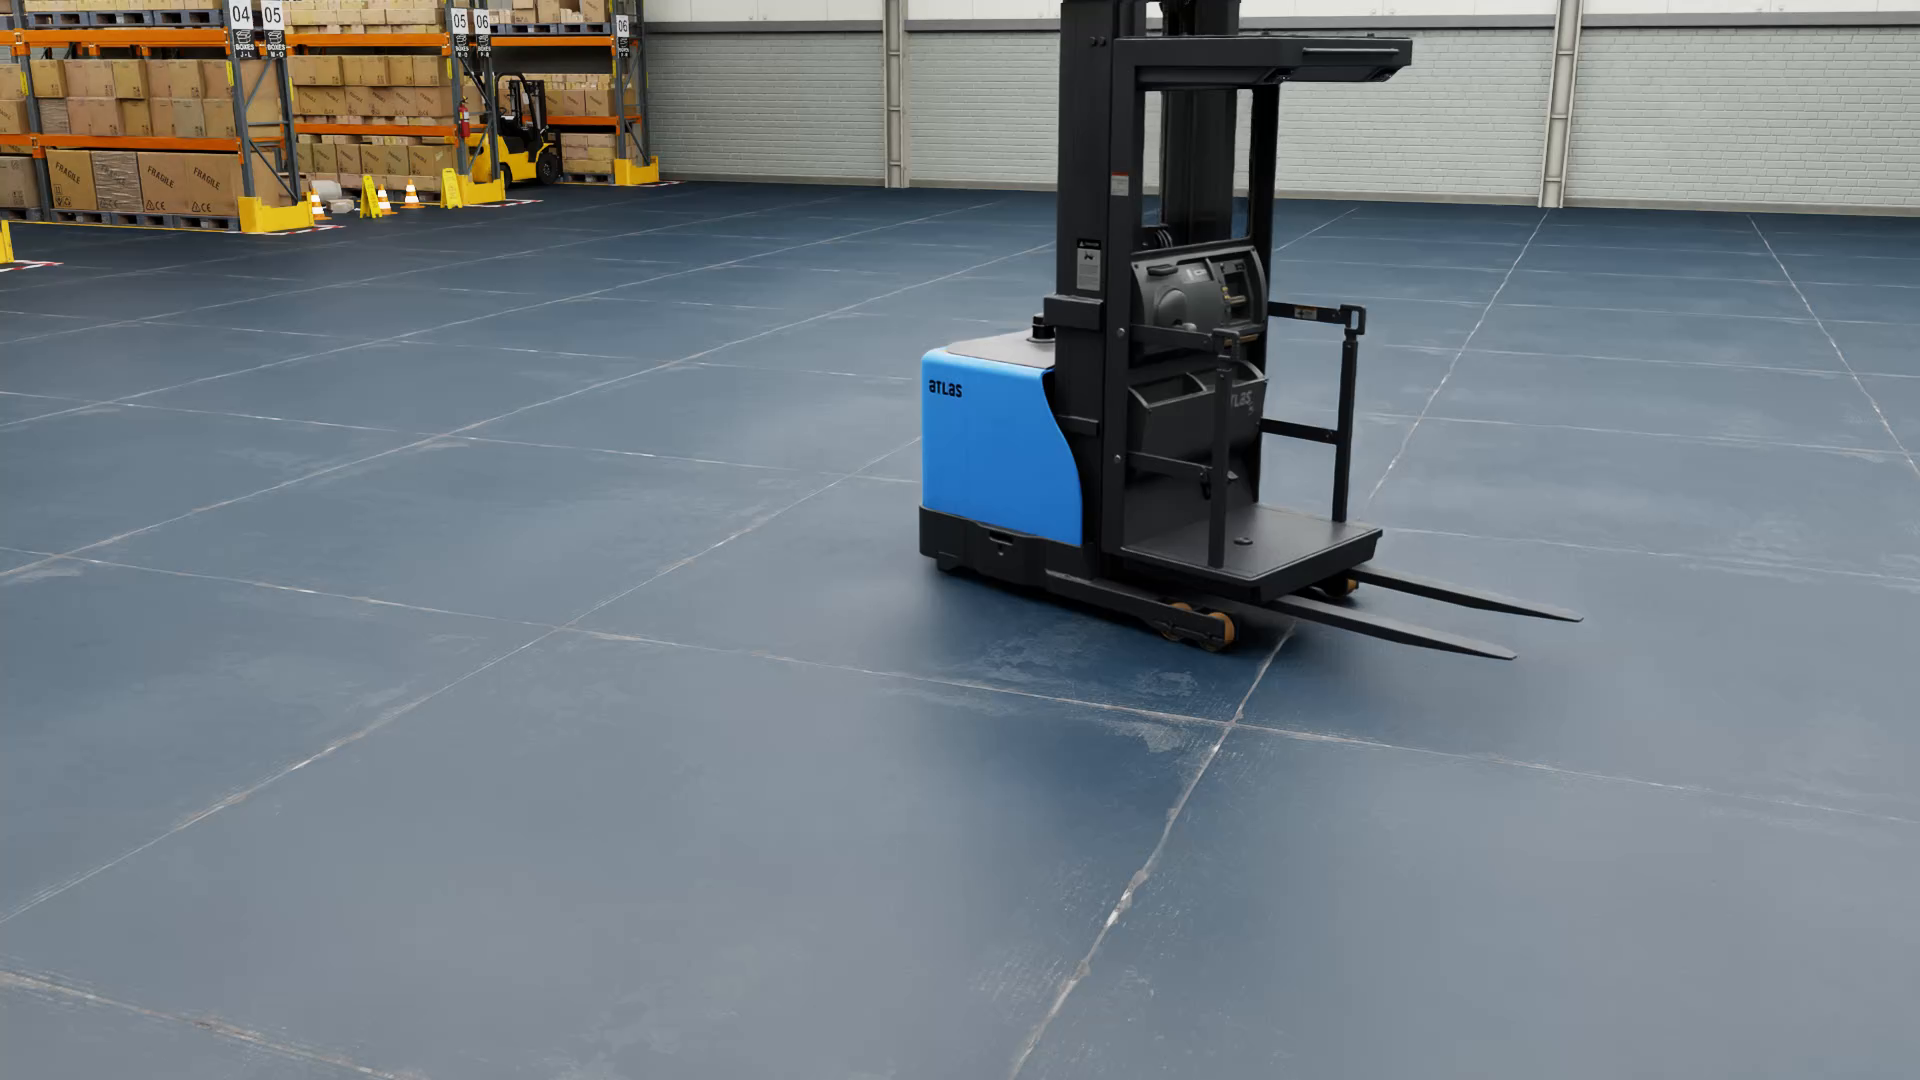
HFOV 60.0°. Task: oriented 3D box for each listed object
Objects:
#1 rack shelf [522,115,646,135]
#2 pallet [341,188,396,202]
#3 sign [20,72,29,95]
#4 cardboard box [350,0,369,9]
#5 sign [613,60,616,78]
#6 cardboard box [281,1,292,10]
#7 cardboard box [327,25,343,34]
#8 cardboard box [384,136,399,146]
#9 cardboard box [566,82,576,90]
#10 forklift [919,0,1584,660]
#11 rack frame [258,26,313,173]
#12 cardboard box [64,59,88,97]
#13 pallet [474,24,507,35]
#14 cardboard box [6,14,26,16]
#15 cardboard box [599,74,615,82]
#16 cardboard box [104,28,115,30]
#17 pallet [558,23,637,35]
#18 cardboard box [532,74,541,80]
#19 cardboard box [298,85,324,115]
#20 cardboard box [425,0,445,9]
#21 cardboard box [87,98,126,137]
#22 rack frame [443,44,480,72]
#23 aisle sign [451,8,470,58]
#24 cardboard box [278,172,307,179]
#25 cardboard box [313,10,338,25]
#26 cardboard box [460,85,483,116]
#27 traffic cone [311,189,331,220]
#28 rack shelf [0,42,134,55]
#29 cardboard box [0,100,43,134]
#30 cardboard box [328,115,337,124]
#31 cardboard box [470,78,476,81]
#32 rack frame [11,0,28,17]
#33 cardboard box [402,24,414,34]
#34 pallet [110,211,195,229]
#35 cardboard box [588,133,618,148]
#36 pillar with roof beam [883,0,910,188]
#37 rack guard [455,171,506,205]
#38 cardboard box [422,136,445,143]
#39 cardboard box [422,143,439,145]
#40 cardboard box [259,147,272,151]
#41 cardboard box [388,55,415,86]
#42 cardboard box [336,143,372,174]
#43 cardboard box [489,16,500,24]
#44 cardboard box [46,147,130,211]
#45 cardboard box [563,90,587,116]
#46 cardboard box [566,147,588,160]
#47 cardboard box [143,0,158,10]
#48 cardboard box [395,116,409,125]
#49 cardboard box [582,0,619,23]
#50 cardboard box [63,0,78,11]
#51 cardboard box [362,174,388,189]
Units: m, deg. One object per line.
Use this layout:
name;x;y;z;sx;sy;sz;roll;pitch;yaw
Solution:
rack shelf;-8.340;-8.448;33.685;4.000;0.370;1.077;6;17;21
pallet;-10.242;-6.188;29.609;1.213;0.211;1.003;6;17;21
sign;-13.931;-6.793;24.758;0.005;0.325;0.100;6;17;21
cardboard box;-10.159;-9.111;28.316;0.250;0.149;0.380;7;18;22
sign;-6.691;-9.120;32.206;0.005;0.325;0.100;6;17;21
cardboard box;-11.592;-9.278;28.892;0.250;0.149;0.380;7;18;22
cardboard box;-10.651;-8.781;28.609;0.250;0.149;0.380;6;17;20
cardboard box;-9.737;-6.915;28.784;0.250;0.149;0.380;7;17;22
cardboard box;-7.599;-9.001;32.955;0.250;0.149;0.380;6;17;20
forklift;1.218;-1.098;7.200;3.031;2.935;1.130;15;22;41
rack frame;-12.018;-7.711;29.854;0.127;3.000;1.000;6;17;21
cardboard box;-12.856;-6.935;24.974;0.550;0.550;0.875;6;17;21
pallet;-9.398;-10.316;33.606;1.213;0.211;1.003;6;17;21
cardboard box;-17.485;-9.915;31.135;0.500;0.500;0.500;6;17;21
cardboard box;-6.890;-9.074;32.672;0.250;0.149;0.380;6;17;21
cardboard box;-15.509;-9.364;30.617;0.250;0.149;0.380;6;17;21
pallet;-7.128;-10.066;32.747;1.213;0.211;1.003;6;17;21
cardboard box;-8.319;-9.229;33.208;0.250;0.149;0.380;7;17;21
cardboard box;-11.236;-7.739;29.238;0.500;0.500;0.500;6;17;20
cardboard box;-8.720;-8.962;27.806;0.250;0.149;0.380;6;17;21
cardboard box;-12.414;-6.318;24.787;0.550;0.550;0.875;6;17;21
rack frame;-10.200;-8.999;34.290;0.127;3.000;1.000;6;17;21
aisle sign;-8.346;-8.469;27.801;0.004;0.787;0.394;6;17;21
cardboard box;-11.521;-6.049;28.609;0.500;0.500;0.500;-9;18;-27
cardboard box;-10.765;-9.001;28.654;0.500;0.250;0.500;6;17;21
cardboard box;-8.636;-7.613;28.804;0.500;0.500;0.500;6;17;20
traffic cone;-9.992;-5.212;25.796;0.334;0.463;0.336;6;17;21
rack shelf;-17.600;-9.420;31.650;4.000;0.370;1.077;6;17;21
cardboard box;-14.324;-6.449;25.327;0.500;0.500;0.500;6;17;20
cardboard box;-10.854;-7.390;29.198;0.250;0.149;0.380;6;17;20
cardboard box;-9.730;-9.393;33.771;0.250;0.149;0.380;7;17;21
rack frame;-13.741;-9.298;24.560;0.127;3.000;1.000;6;17;21
cardboard box;-9.210;-8.638;28.120;0.250;0.149;0.380;7;18;22
pallet;-11.923;-4.855;25.019;1.213;0.211;1.003;6;17;21
cardboard box;-7.022;-7.917;32.949;0.500;0.250;0.500;7;18;22
pillar with roof beam;-2.795;-10.045;27.134;0.400;9.000;9.100;6;17;21
rack guard;-8.368;-6.109;28.820;0.348;0.500;1.175;6;17;21
cardboard box;-10.690;-8.110;34.736;0.625;0.625;0.875;7;18;23
cardboard box;-9.456;-6.752;29.384;0.500;0.500;0.500;6;17;19
cardboard box;-14.855;-8.450;36.132;0.500;0.500;0.500;6;17;20
cardboard box;-9.321;-8.022;28.420;0.500;0.500;0.700;6;17;21
cardboard box;-10.584;-6.717;29.263;0.500;0.500;0.500;7;18;24
cardboard box;-9.180;-10.365;33.134;0.250;0.149;0.380;7;18;22
cardboard box;-13.181;-5.515;25.350;0.875;0.875;0.875;7;17;21
cardboard box;-7.513;-8.675;32.996;0.500;0.500;0.500;7;18;22
cardboard box;-7.510;-7.733;33.214;0.500;0.250;0.500;6;17;20
cardboard box;-11.400;-7.627;23.704;0.250;0.149;0.380;6;17;20
cardboard box;-9.481;-7.211;28.584;0.250;0.149;0.380;7;17;22
cardboard box;-6.981;-10.310;32.314;0.500;0.500;0.500;7;18;22
cardboard box;-12.820;-7.783;24.241;0.250;0.149;0.380;6;17;20
cardboard box;-10.116;-6.303;29.183;0.500;0.250;0.500;6;17;19
